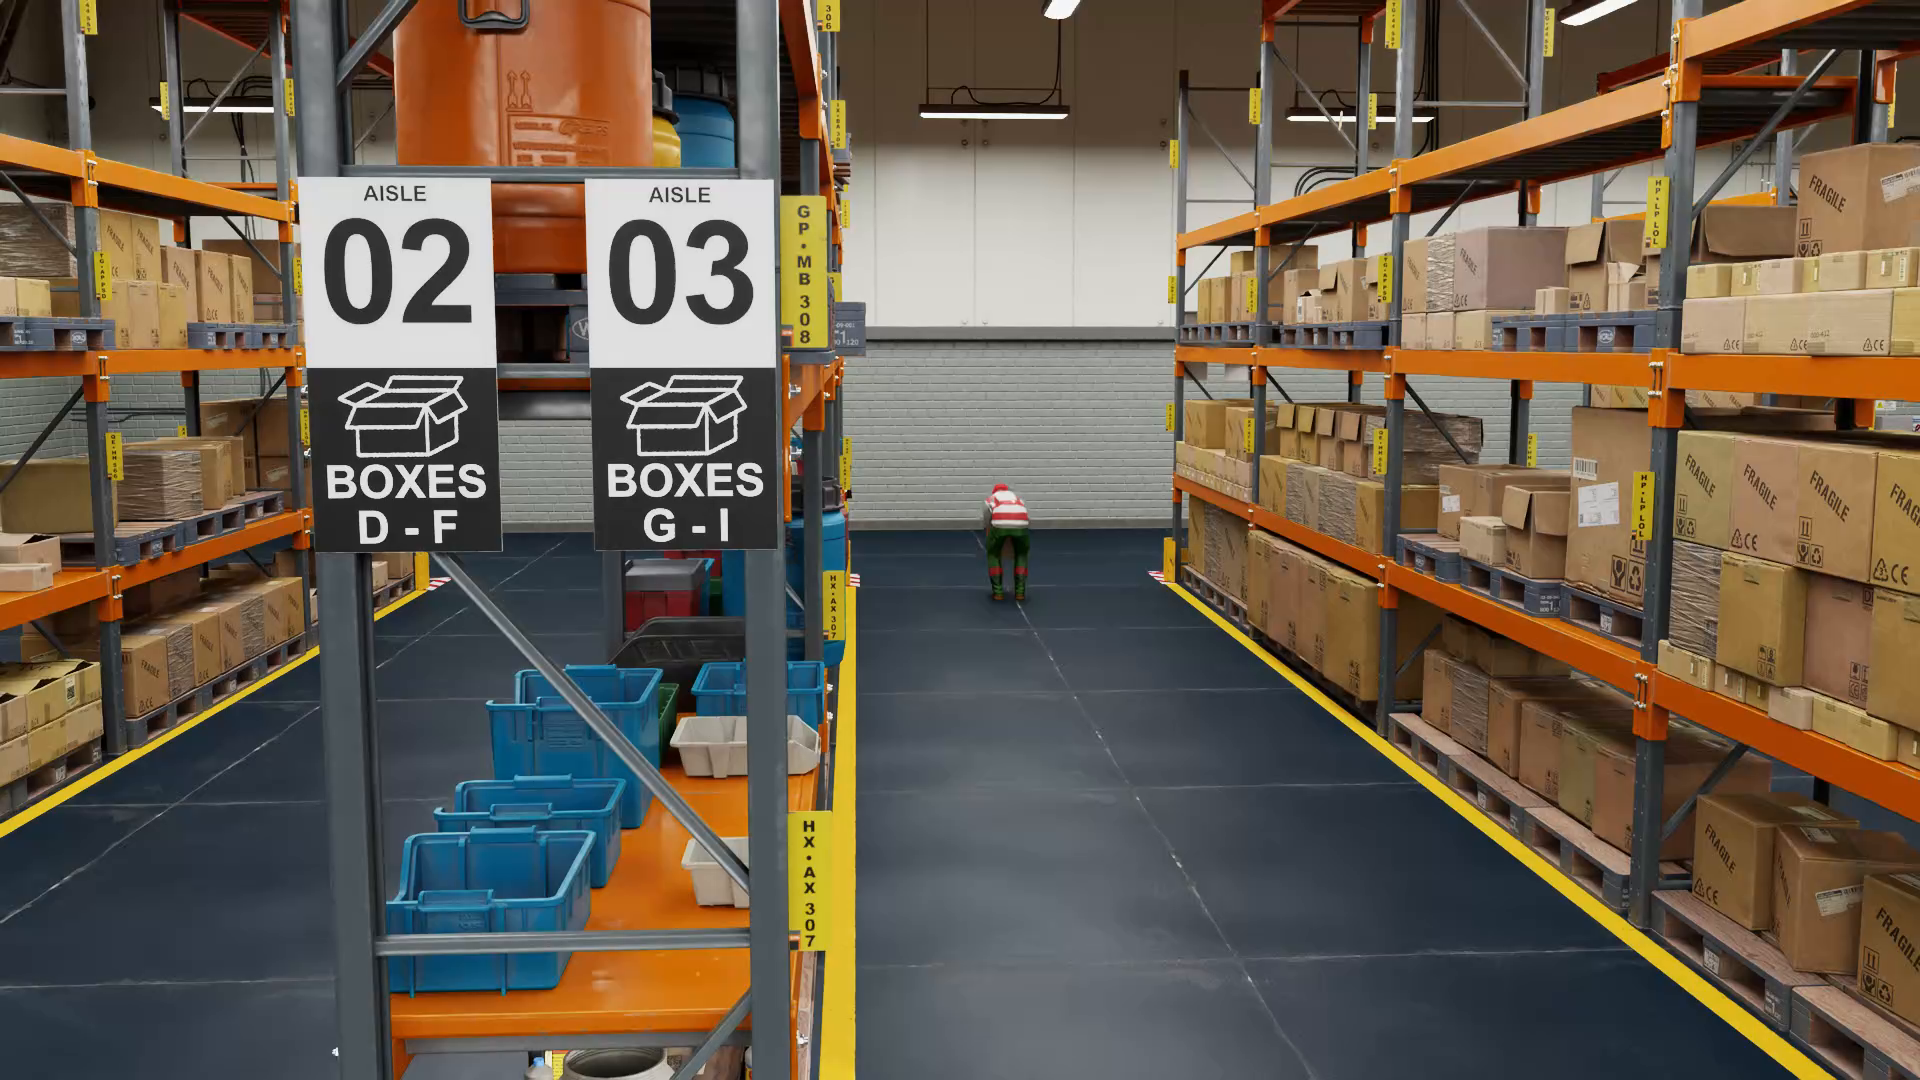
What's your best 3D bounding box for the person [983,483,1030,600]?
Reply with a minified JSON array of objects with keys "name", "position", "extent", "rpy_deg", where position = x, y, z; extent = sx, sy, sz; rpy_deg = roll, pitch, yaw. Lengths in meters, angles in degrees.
[{"name":"person","position":[0.520,0.009,18.794],"extent":[0.507,1.258,0.927],"rpy_deg":[-1,7,-6]}]
